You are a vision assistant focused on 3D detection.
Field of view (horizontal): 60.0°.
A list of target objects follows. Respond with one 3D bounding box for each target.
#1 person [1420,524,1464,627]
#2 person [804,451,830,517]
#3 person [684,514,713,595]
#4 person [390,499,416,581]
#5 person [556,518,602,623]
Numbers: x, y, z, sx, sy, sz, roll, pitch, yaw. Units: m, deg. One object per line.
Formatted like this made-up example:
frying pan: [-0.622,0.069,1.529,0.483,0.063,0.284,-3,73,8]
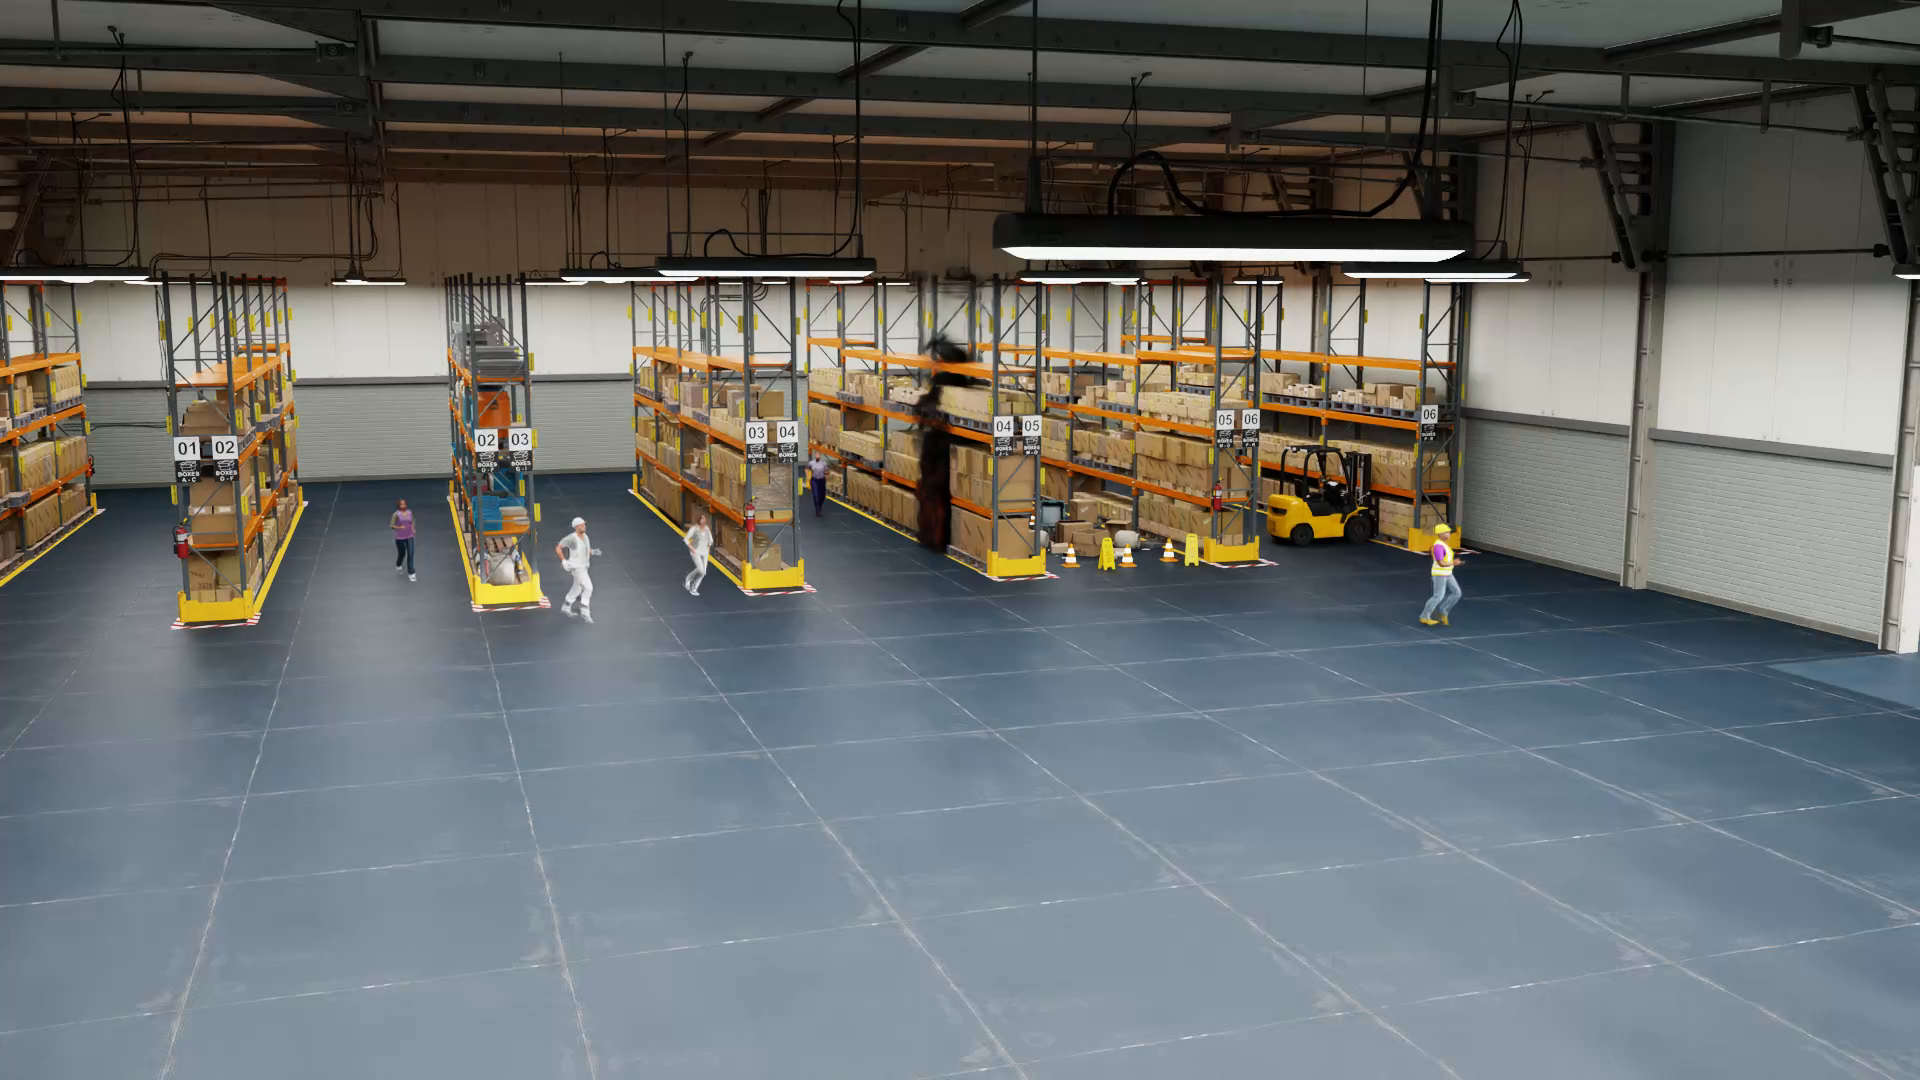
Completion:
person: [8.203,0.614,28.208,0.711,1.784,0.671,5,10,31]
person: [-3.584,-1.429,42.028,0.610,1.617,0.921,-3,9,-19]
person: [-4.869,0.267,31.315,0.556,1.529,0.481,-7,11,-39]
person: [-10.971,-0.017,32.826,0.537,1.578,0.878,-6,10,-34]
person: [-6.589,0.523,28.784,0.787,1.844,0.636,2,9,13]
